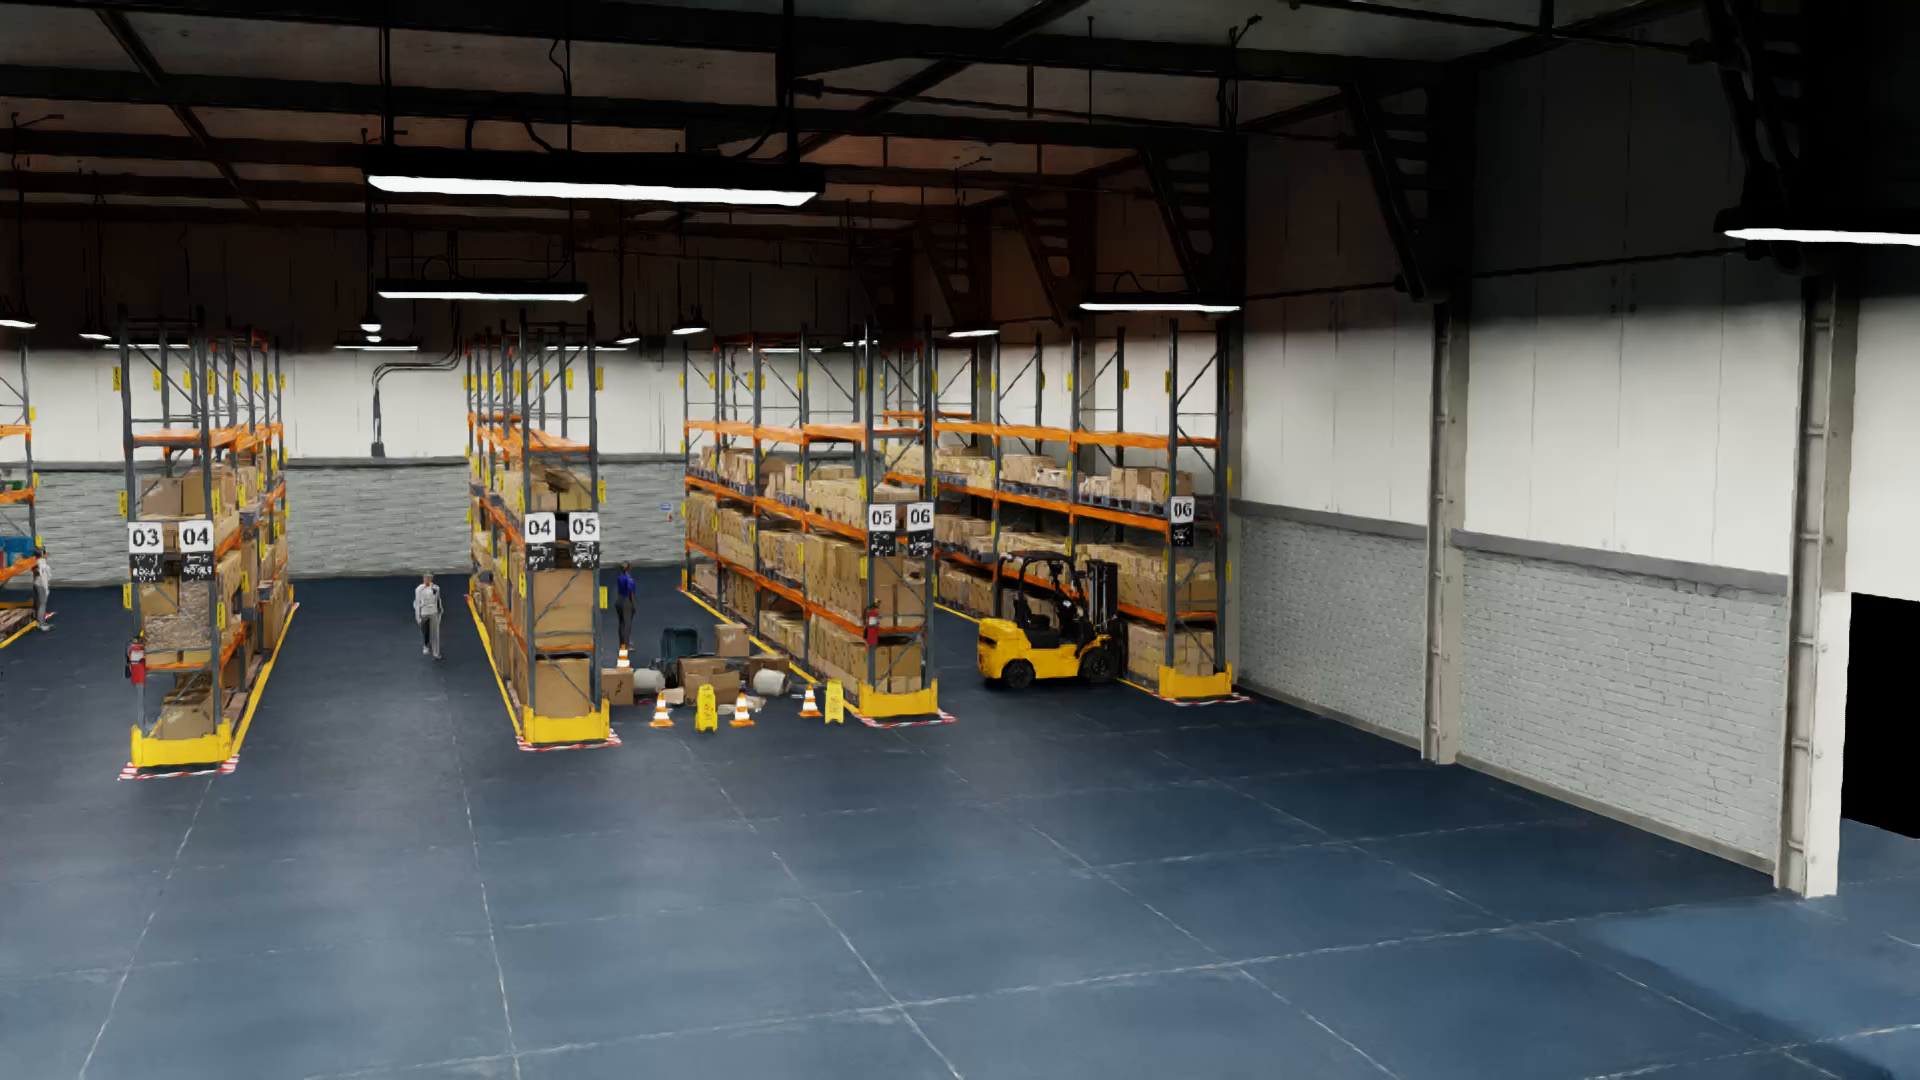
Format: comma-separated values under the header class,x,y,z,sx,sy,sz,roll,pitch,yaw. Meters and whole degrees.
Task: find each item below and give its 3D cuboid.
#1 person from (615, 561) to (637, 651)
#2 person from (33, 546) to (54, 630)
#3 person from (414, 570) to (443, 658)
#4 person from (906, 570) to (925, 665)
class,x,y,z,sx,sy,sz,roll,pitch,yaw
person,-6.198,1.220,31.018,0.443,1.661,0.546,-5,7,-43
person,-18.545,0.959,33.640,0.364,1.682,0.580,-4,7,-38
person,-9.661,1.328,30.214,0.495,1.589,1.086,-2,6,-16
person,-0.773,1.363,29.459,0.496,1.677,0.431,4,7,39
